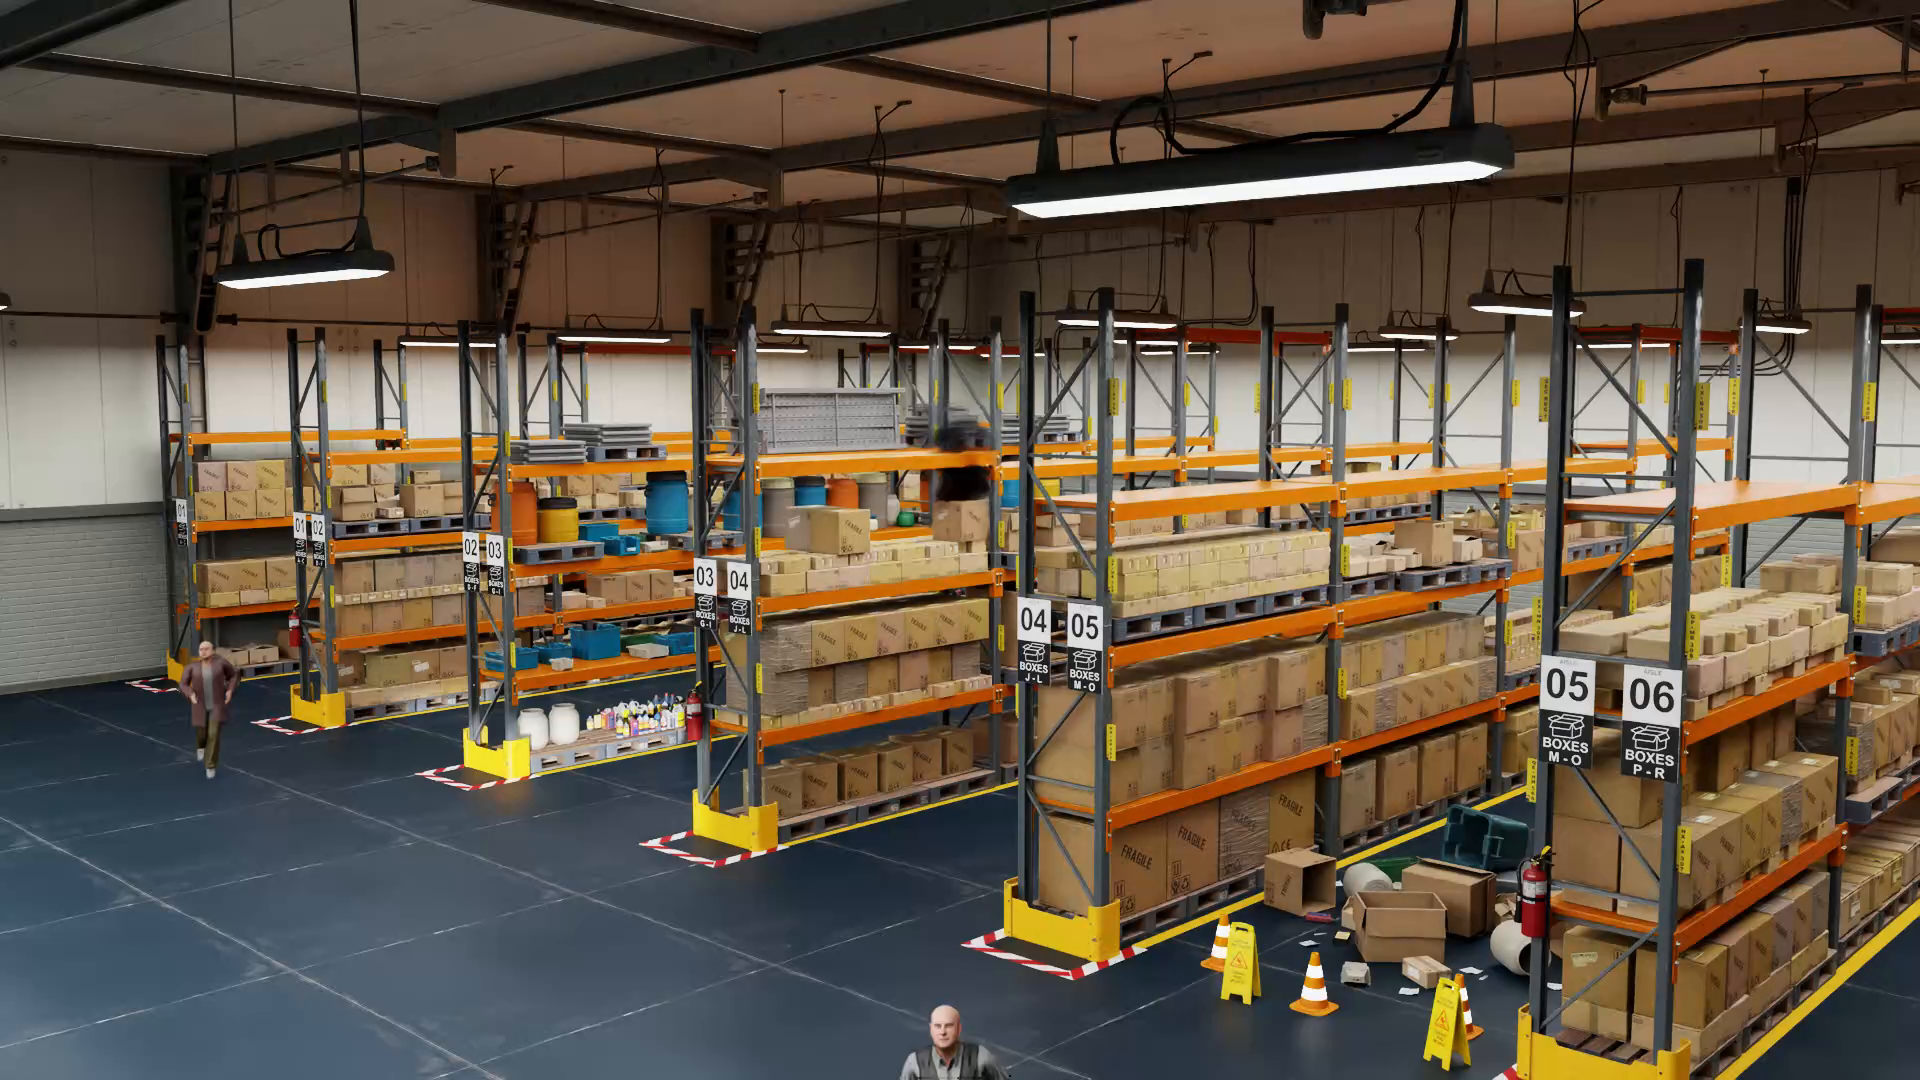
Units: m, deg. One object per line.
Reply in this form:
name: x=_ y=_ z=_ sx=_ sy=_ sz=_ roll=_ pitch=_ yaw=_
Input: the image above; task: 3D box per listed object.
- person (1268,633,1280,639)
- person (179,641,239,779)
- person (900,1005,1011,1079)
person: x=4.398 y=2.122 z=23.476 sx=0.598 sy=1.753 sz=0.777 roll=5 pitch=7 yaw=41
person: x=-9.978 y=2.224 z=22.118 sx=0.718 sy=1.778 sz=0.855 roll=-2 pitch=6 yaw=-20
person: x=-0.041 y=3.455 z=9.318 sx=0.672 sy=1.680 sz=0.525 roll=0 pitch=5 yaw=0
